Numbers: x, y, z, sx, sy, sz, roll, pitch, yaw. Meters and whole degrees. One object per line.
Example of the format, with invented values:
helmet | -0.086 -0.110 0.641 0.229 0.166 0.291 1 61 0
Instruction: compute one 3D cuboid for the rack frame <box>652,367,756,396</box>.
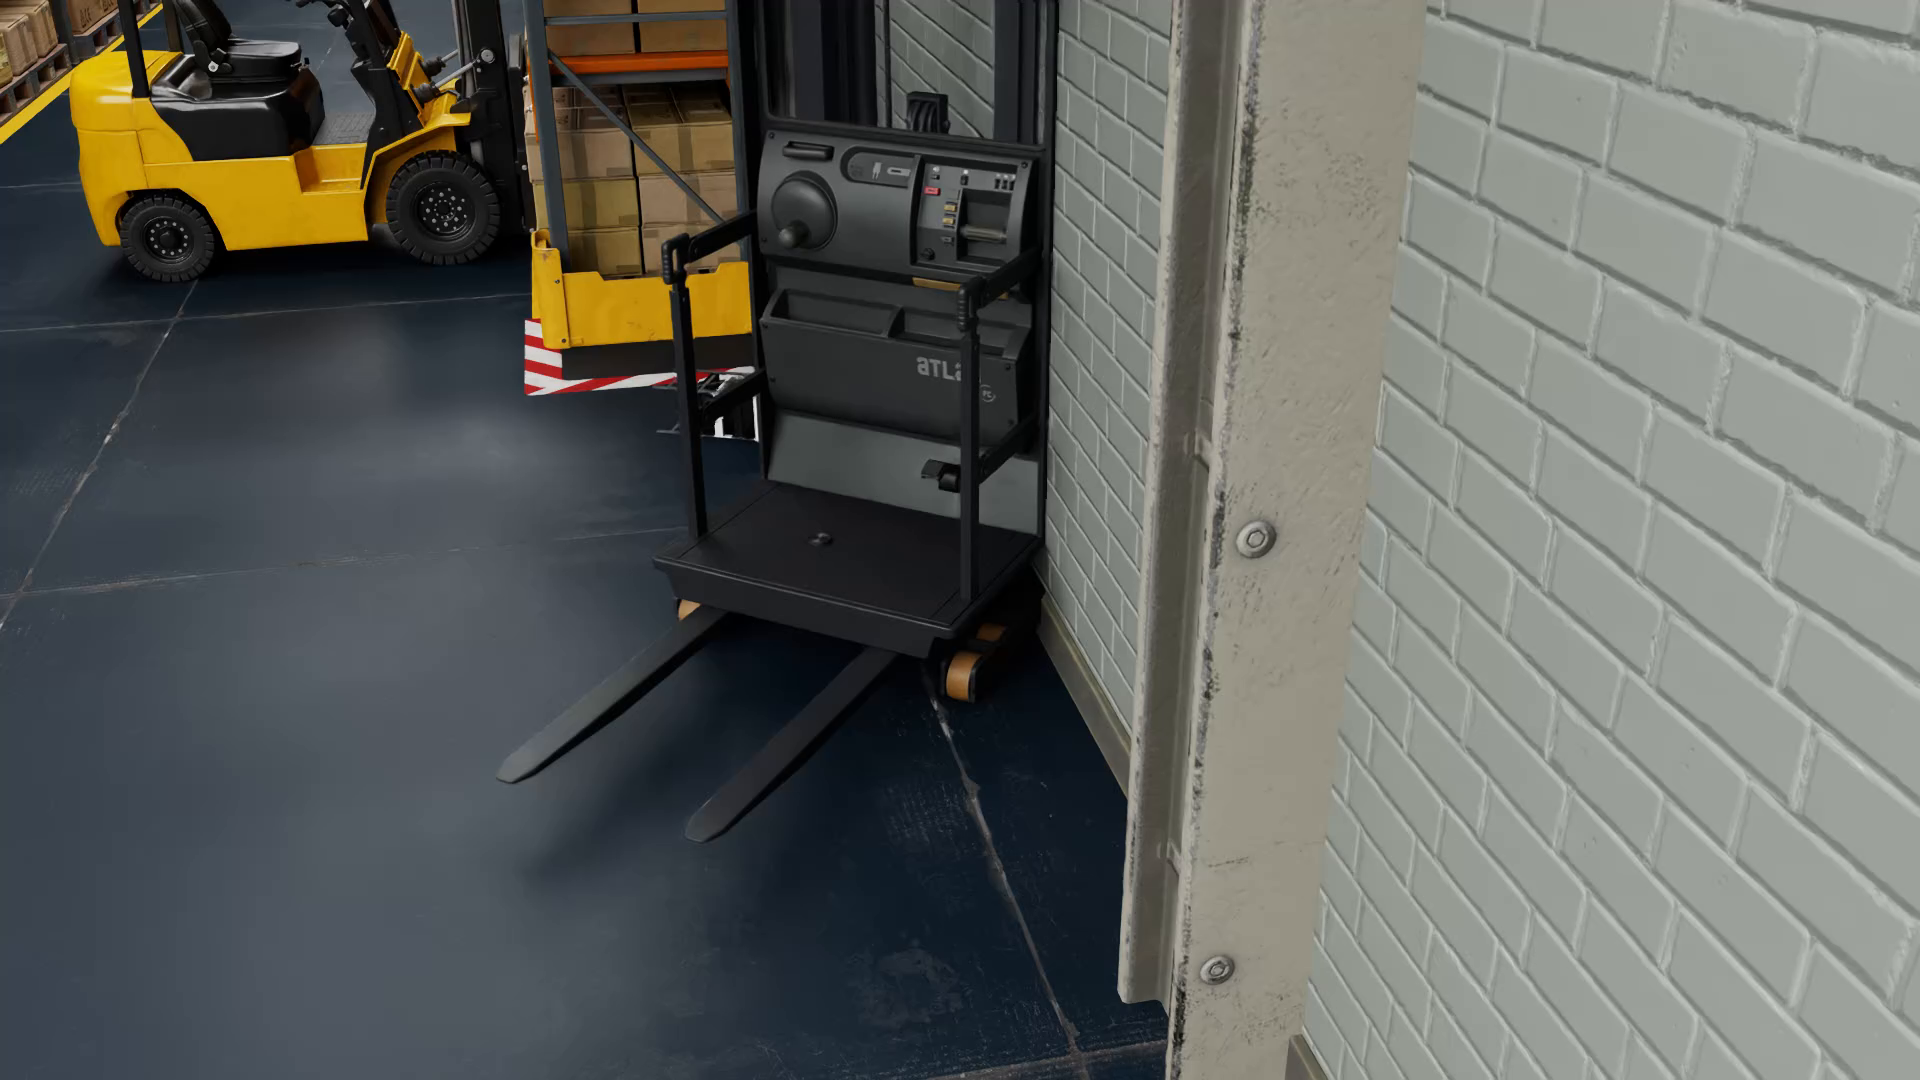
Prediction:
rack frame | -0.845 -0.659 7.089 0.900 0.006 0.240 5 27 12

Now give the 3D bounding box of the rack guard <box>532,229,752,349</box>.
rack guard | -1.489 -1.280 8.232 1.175 0.500 0.348 -6 27 -12

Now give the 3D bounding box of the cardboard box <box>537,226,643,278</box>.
cardboard box | -1.909 -1.541 8.560 0.500 0.250 0.500 -6 27 -11

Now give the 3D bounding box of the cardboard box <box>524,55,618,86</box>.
cardboard box | -2.254 -2.651 9.649 0.500 0.250 0.500 -7 28 -13

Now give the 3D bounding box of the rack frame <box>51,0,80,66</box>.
rack frame | -8.133 -5.413 13.646 1.000 3.000 0.127 -6 27 -12

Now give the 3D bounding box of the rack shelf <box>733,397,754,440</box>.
rack shelf | -0.899 -0.574 7.146 0.077 0.200 0.258 5 27 12

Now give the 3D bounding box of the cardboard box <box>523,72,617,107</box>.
cardboard box | -2.147 -2.428 9.207 0.500 0.250 0.500 -6 27 -11

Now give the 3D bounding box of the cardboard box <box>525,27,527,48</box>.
cardboard box | -2.488 -3.100 10.538 0.500 0.250 0.500 -6 27 -12

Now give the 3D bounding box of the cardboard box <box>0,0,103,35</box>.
cardboard box | -8.208 -4.964 14.648 0.875 0.875 0.875 -6 27 -12

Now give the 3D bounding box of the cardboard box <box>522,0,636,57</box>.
cardboard box | -1.862 -2.641 8.042 0.500 0.500 0.500 -7 28 -13

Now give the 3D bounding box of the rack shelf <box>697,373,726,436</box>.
rack shelf | -1.075 -0.590 7.182 0.077 0.200 0.258 5 27 12

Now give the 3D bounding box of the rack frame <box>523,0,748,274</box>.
rack frame | -1.495 -2.407 7.690 1.000 3.000 0.127 -6 27 -12

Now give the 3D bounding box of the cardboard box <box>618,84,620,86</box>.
cardboard box | -1.746 -2.709 9.764 0.500 0.250 0.500 -6 27 -13

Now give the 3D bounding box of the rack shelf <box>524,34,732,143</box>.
rack shelf | -1.946 -2.964 9.591 1.077 0.370 4.000 -6 27 -12

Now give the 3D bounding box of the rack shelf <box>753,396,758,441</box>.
rack shelf | -0.811 -0.565 7.128 0.077 0.200 0.258 5 27 12

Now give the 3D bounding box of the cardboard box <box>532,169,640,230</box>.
cardboard box | -1.909 -1.772 8.462 0.500 0.250 0.500 -6 27 -12

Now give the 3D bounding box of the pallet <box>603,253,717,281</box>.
pallet | -1.708 -1.494 8.975 1.003 0.211 1.213 -6 27 -12

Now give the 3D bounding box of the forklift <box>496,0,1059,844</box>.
forklift | -0.304 -1.020 5.018 1.130 2.935 3.031 12 29 23

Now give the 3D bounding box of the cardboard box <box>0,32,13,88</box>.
cardboard box | -7.676 -3.522 12.349 0.950 0.372 0.625 -5 27 -10

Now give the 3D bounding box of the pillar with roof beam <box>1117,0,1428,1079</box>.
pillar with roof beam | -3.616 -2.411 1.040 9.100 9.000 0.400 -6 27 -12

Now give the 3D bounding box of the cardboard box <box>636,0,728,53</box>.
cardboard box | -1.336 -2.697 8.154 0.500 0.500 0.500 -5 27 -10

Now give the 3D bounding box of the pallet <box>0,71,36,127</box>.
pallet | -7.687 -3.291 12.535 1.003 0.211 1.213 -6 27 -12

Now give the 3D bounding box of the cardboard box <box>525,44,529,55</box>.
cardboard box | -2.364 -2.882 10.107 0.500 0.250 0.500 -5 27 -10

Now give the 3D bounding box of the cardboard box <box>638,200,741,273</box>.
cardboard box | -1.415 -1.602 8.681 0.500 0.250 0.500 -6 27 -11

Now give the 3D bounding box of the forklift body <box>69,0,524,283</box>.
forklift body | -3.700 -2.675 9.163 2.313 2.155 1.214 -6 27 -12

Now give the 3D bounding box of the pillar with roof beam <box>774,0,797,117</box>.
pillar with roof beam | -4.968 -5.045 6.259 9.100 9.000 0.400 -6 27 -12

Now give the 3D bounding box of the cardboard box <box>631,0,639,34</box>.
cardboard box | -1.475 -2.924 8.603 0.500 0.500 0.500 -5 27 -10

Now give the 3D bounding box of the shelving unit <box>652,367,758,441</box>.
shelving unit | -0.844 -0.568 7.135 0.900 0.210 0.258 5 27 12

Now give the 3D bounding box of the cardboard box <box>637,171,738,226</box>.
cardboard box | -1.398 -1.818 8.553 0.500 0.250 0.500 -5 27 -11

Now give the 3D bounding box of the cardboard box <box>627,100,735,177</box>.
cardboard box | -1.419 -2.043 8.445 0.500 0.250 0.500 -6 27 -12

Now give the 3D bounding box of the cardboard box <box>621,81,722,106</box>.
cardboard box | -1.535 -2.262 8.879 0.500 0.250 0.500 -6 27 -12

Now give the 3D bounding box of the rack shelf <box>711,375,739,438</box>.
rack shelf | -0.987 -0.582 7.164 0.077 0.200 0.258 5 27 12

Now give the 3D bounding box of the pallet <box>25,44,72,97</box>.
pallet | -7.958 -3.825 13.594 1.003 0.211 1.213 -6 27 -12

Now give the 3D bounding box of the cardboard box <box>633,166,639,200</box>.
cardboard box | -1.522 -2.037 8.987 0.500 0.250 0.500 -6 27 -12

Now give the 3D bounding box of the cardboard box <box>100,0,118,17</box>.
cardboard box | -8.405 -5.356 15.424 0.875 0.875 0.875 -6 27 -11

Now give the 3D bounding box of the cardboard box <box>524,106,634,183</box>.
cardboard box | -1.902 -1.984 8.327 0.500 0.250 0.500 -5 27 -10

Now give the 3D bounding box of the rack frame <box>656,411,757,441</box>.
rack frame | -0.843 -0.478 7.180 0.900 0.006 0.240 5 27 12

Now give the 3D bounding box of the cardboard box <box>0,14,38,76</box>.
cardboard box | -7.841 -3.855 13.010 0.950 0.372 0.625 -6 27 -13

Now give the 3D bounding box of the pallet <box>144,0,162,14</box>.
pallet | -8.787 -5.593 17.097 1.003 0.211 1.213 -6 27 -12

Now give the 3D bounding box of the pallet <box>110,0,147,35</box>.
pallet | -8.509 -5.057 16.034 1.003 0.211 1.213 -6 27 -12

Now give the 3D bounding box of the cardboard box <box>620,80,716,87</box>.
cardboard box | -1.637 -2.483 9.316 0.500 0.250 0.500 -6 27 -12

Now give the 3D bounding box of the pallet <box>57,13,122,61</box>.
pallet | -8.237 -4.522 14.975 1.003 0.211 1.213 -6 27 -12

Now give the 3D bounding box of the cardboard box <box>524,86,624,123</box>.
cardboard box | -2.023 -2.207 8.770 0.500 0.250 0.500 -5 27 -11

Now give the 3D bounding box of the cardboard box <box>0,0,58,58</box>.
cardboard box | -8.015 -4.179 13.650 0.950 0.372 0.625 -8 28 -15
